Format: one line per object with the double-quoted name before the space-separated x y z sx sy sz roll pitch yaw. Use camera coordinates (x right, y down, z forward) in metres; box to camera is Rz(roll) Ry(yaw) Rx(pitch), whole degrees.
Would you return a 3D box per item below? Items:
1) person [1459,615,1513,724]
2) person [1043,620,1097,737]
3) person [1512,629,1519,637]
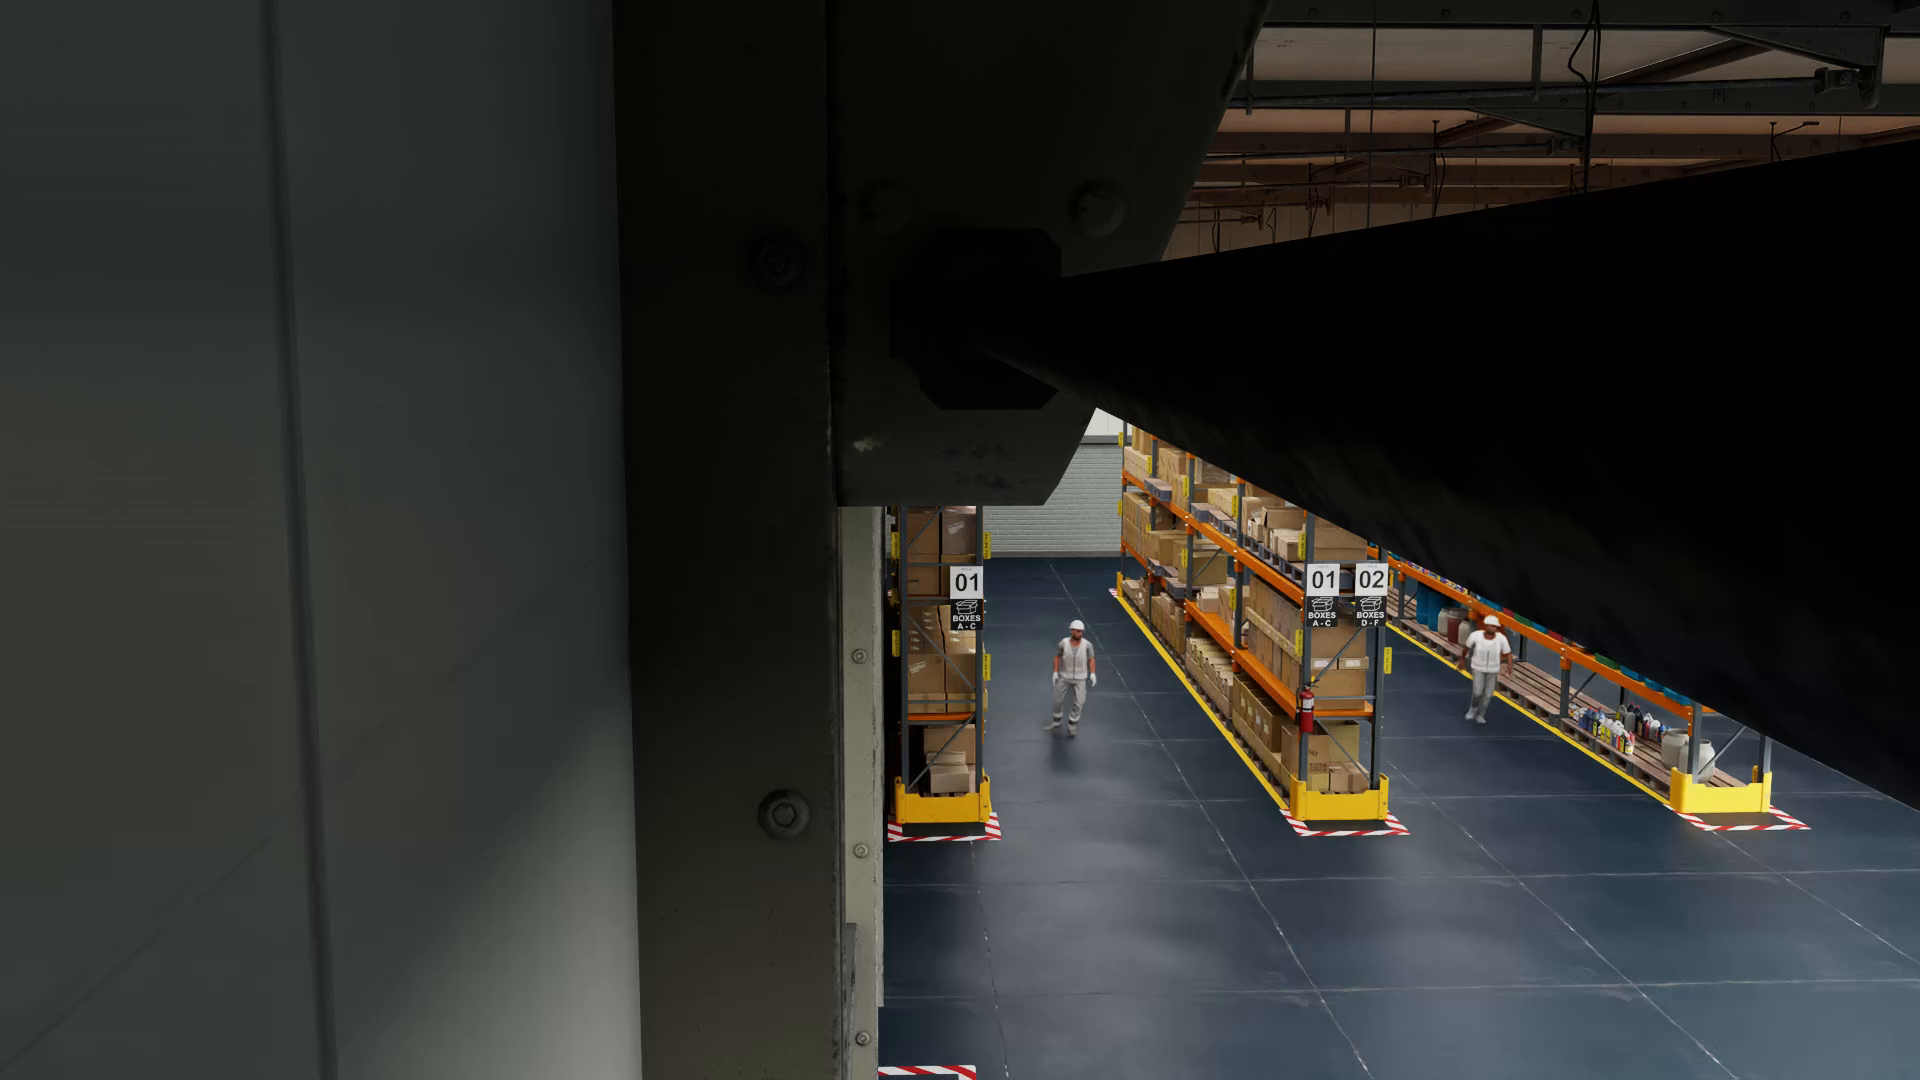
"person" 7.930 1.963 25.028 0.698 1.713 0.782 1 8 6
"person" 1.612 2.039 24.411 0.769 1.751 0.573 0 8 2
"person" 10.666 0.960 32.286 0.594 1.735 0.845 -1 8 -5
